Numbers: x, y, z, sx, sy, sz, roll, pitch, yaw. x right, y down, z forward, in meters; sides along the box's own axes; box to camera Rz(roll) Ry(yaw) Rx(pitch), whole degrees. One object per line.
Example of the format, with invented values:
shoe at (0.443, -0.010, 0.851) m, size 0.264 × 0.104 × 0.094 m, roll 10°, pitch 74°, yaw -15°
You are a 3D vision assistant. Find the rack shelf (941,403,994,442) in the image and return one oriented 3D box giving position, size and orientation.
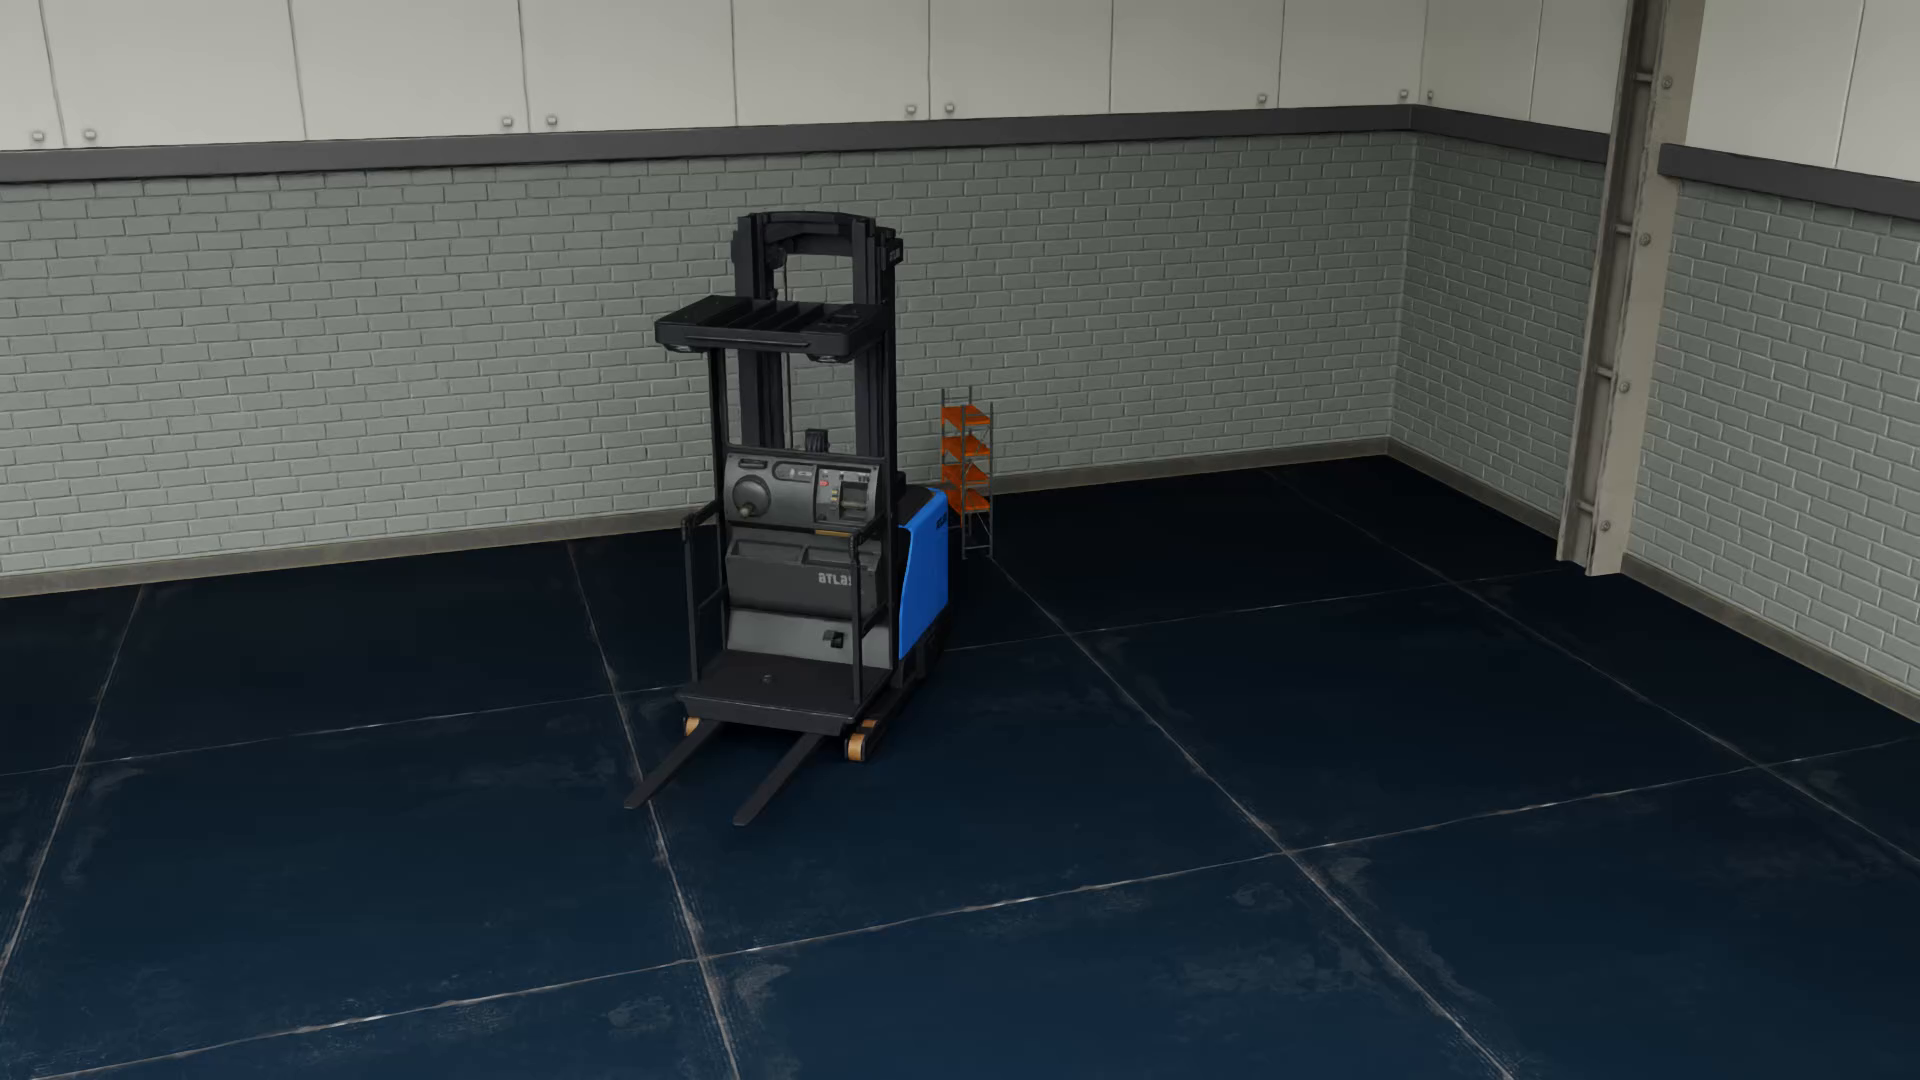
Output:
rack shelf at (0.052, -0.881, 12.433) m, size 0.258 × 0.148 × 0.480 m, roll -6°, pitch 21°, yaw -17°

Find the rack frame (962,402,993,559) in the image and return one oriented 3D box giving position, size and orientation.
rack frame at (0.129, -0.433, 12.348) m, size 0.240 × 1.200 × 0.015 m, roll -6°, pitch 21°, yaw -17°

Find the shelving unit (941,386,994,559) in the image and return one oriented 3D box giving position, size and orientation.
shelving unit at (0.052, -0.512, 12.566) m, size 0.258 × 1.200 × 0.503 m, roll -6°, pitch 21°, yaw -17°

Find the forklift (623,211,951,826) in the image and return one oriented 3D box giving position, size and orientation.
forklift at (-0.969, -0.269, 9.329) m, size 1.130 × 2.935 × 3.031 m, roll 6°, pitch 21°, yaw 15°

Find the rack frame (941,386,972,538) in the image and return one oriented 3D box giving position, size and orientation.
rack frame at (-0.025, -0.590, 12.784) m, size 0.240 × 1.200 × 0.015 m, roll -6°, pitch 21°, yaw -17°

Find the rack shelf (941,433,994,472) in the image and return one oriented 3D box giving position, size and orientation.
rack shelf at (0.052, -0.659, 12.513) m, size 0.258 × 0.148 × 0.480 m, roll -6°, pitch 21°, yaw -17°

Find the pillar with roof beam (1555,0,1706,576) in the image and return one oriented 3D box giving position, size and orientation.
pillar with roof beam at (0.603, -3.590, 9.600) m, size 9.100 × 9.000 × 0.400 m, roll -6°, pitch 21°, yaw -17°

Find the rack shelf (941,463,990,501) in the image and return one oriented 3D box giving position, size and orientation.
rack shelf at (0.052, -0.448, 12.589) m, size 0.258 × 0.148 × 0.480 m, roll -6°, pitch 21°, yaw -17°

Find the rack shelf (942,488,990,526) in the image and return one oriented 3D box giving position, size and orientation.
rack shelf at (0.052, -0.261, 12.656) m, size 0.258 × 0.148 × 0.480 m, roll -6°, pitch 21°, yaw -17°
